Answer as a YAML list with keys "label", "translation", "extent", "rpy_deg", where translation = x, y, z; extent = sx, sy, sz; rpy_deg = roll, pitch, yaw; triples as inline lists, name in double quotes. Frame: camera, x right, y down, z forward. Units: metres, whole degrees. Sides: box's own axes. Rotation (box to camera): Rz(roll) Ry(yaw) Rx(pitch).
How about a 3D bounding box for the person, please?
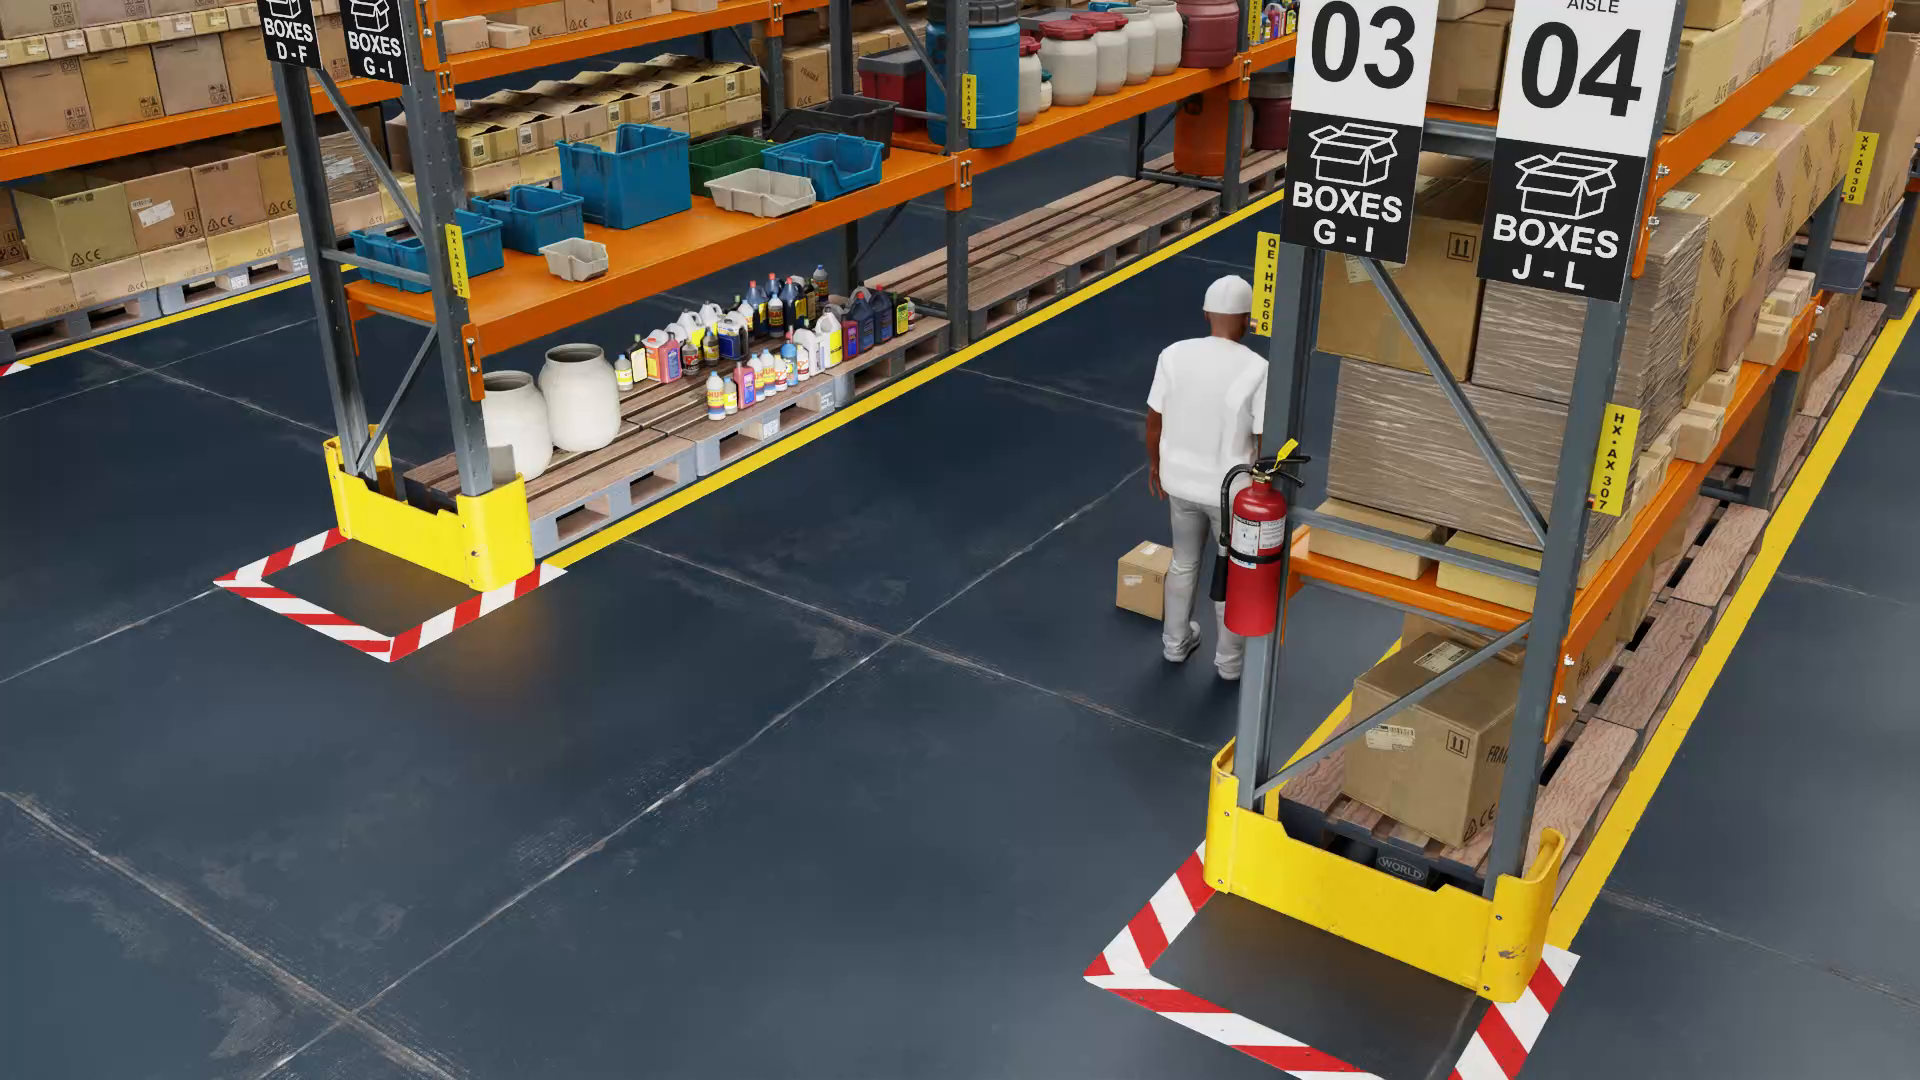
- label: "person"
  translation: [1.091, -0.262, 7.117]
  extent: [0.635, 1.759, 0.455]
  rpy_deg: [17, 32, 31]
